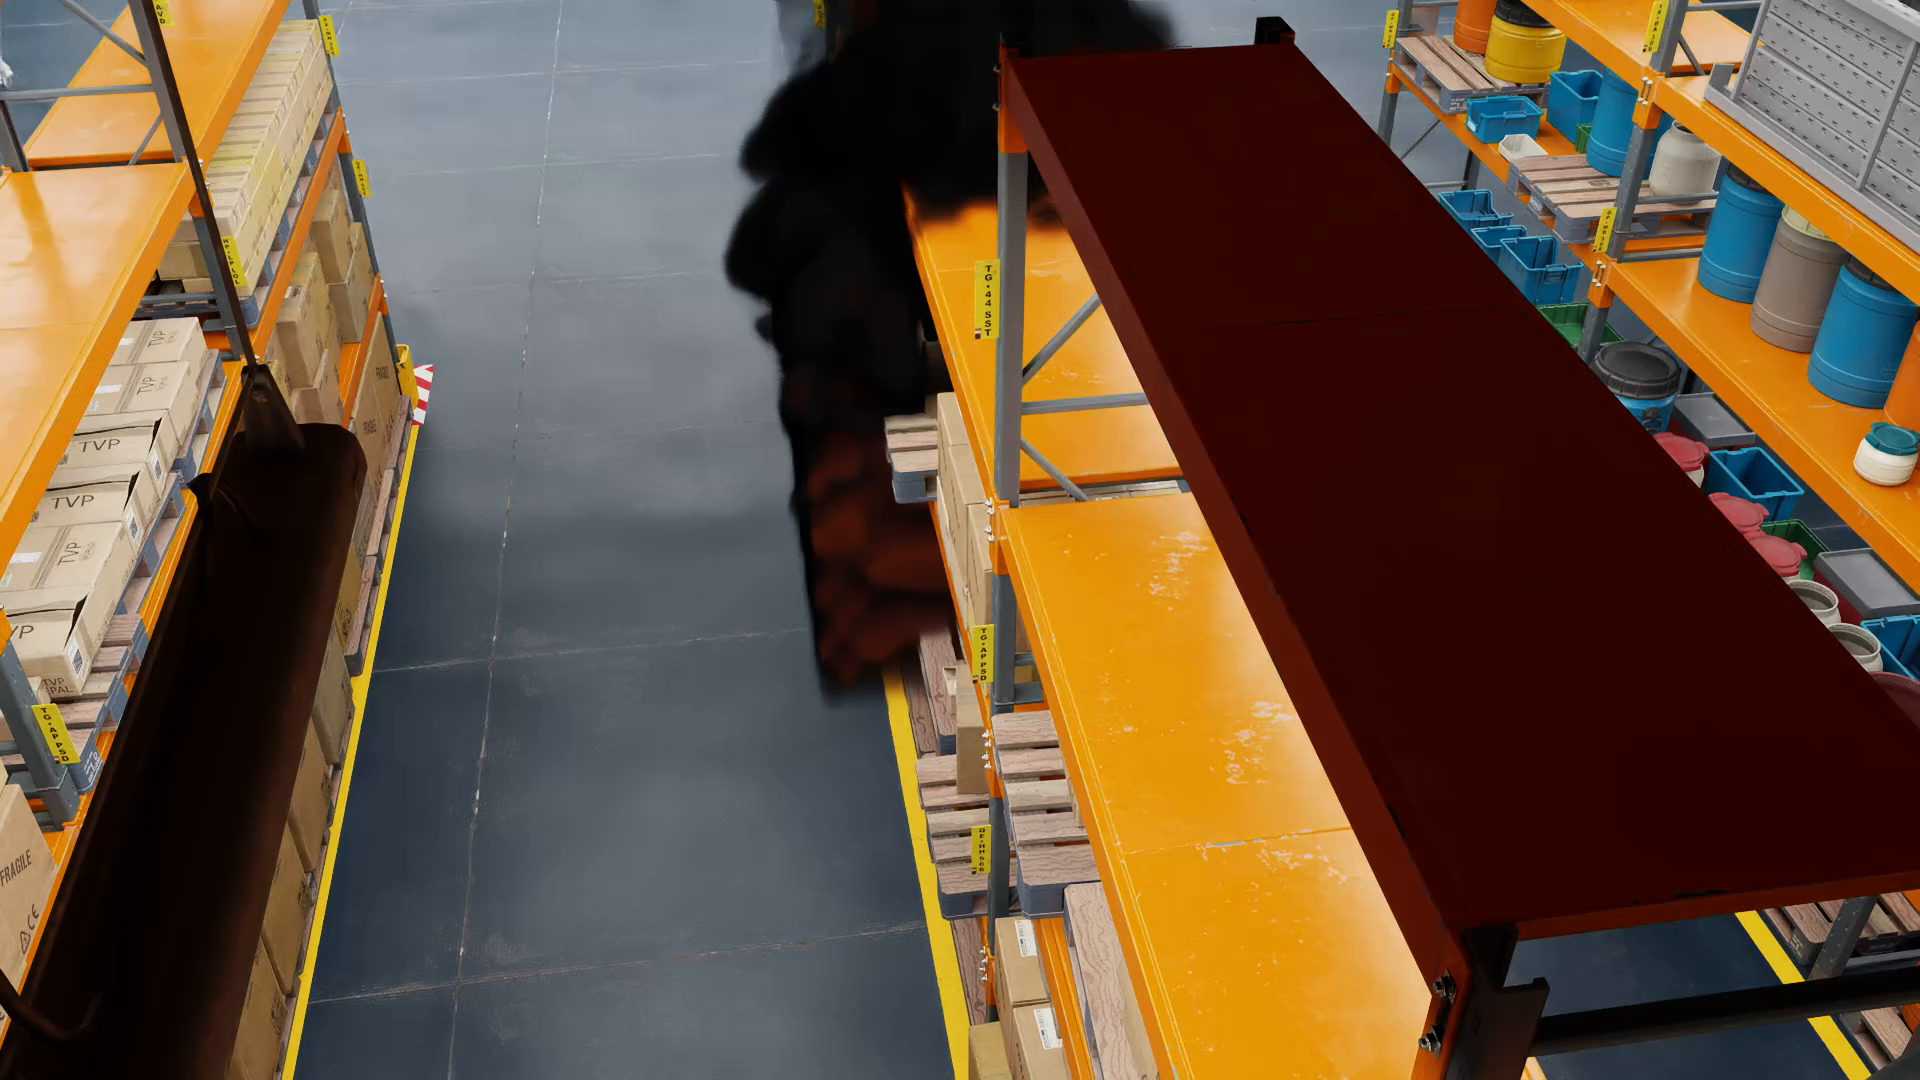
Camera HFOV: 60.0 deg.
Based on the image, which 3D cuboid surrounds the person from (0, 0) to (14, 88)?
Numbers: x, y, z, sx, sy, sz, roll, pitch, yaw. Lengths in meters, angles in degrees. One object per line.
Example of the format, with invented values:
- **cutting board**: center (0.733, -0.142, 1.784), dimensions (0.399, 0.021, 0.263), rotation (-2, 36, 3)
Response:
- **person**: center (-12.231, -6.488, 20.878), dimensions (0.797, 1.654, 0.576), rotation (23, 42, 28)
